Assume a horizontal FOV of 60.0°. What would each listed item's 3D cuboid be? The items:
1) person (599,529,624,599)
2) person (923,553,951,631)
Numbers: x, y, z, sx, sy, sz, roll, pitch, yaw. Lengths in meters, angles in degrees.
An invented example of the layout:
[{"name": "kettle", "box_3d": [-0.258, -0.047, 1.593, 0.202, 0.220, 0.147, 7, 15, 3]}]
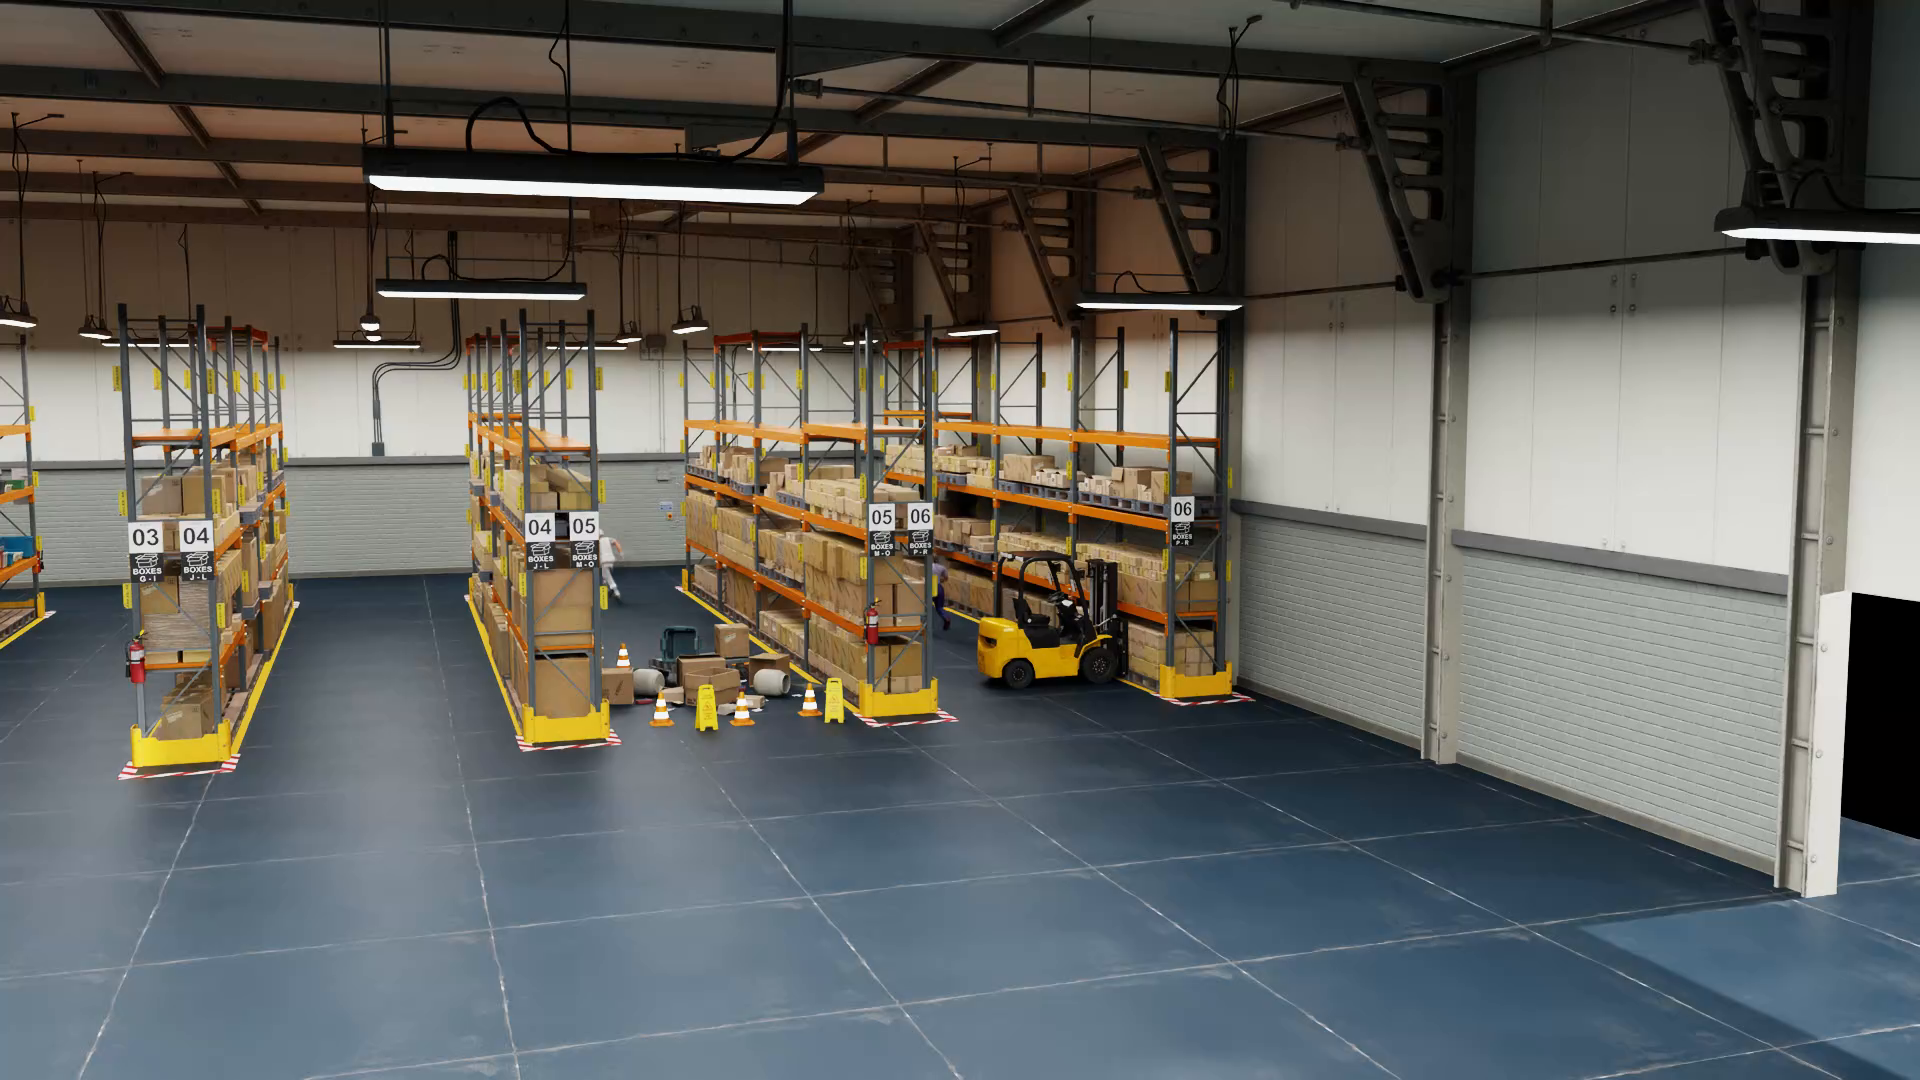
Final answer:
[{"name": "person", "box_3d": [-8.104, 0.562, 38.148, 0.695, 1.582, 1.122, -4, 6, -33]}, {"name": "person", "box_3d": [-0.515, 1.056, 33.060, 0.623, 1.614, 0.849, -3, 6, -29]}]
